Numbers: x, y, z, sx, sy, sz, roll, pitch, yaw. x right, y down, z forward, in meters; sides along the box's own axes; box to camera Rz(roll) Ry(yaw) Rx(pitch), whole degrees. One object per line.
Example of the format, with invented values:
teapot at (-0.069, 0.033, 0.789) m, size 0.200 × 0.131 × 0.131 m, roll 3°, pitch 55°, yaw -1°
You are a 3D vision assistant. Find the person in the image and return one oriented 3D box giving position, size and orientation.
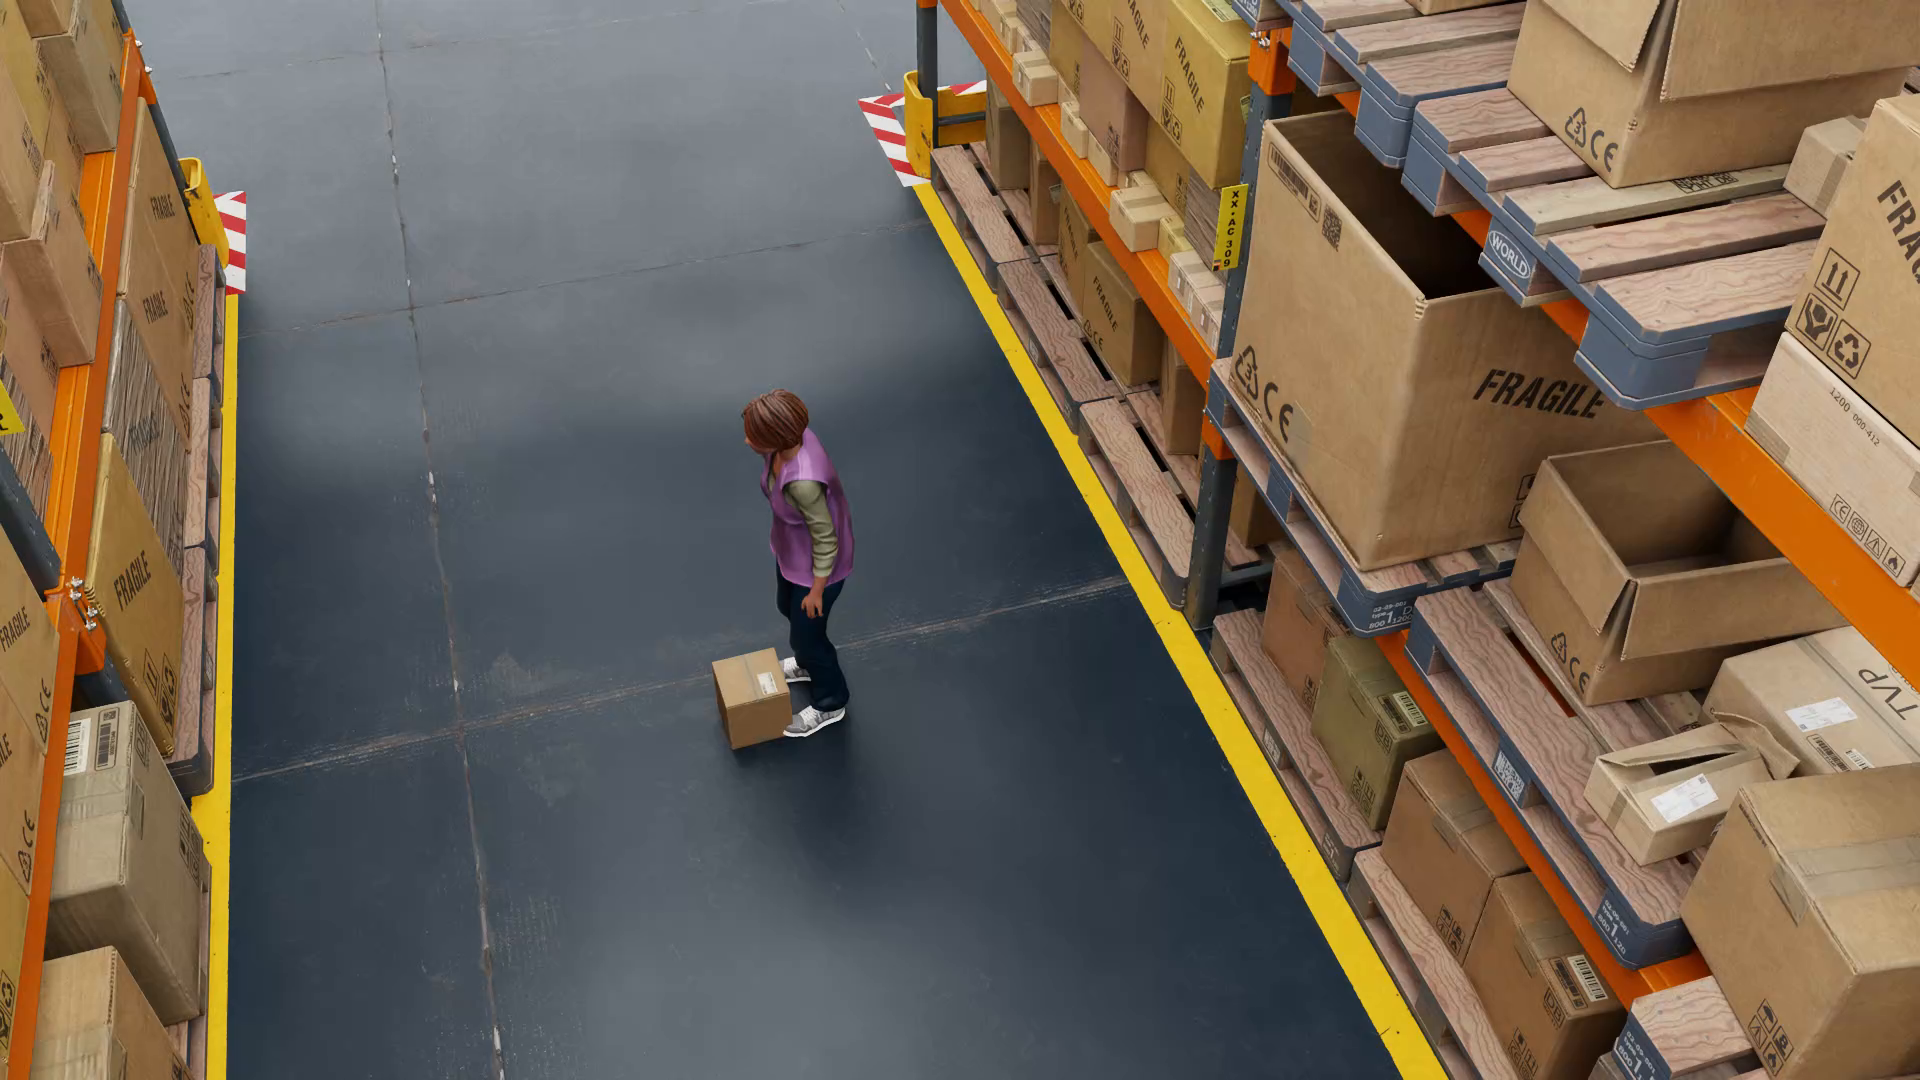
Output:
person at (-0.574, 0.072, 6.091) m, size 0.346 × 1.592 × 0.484 m, roll -15°, pitch 45°, yaw -15°
